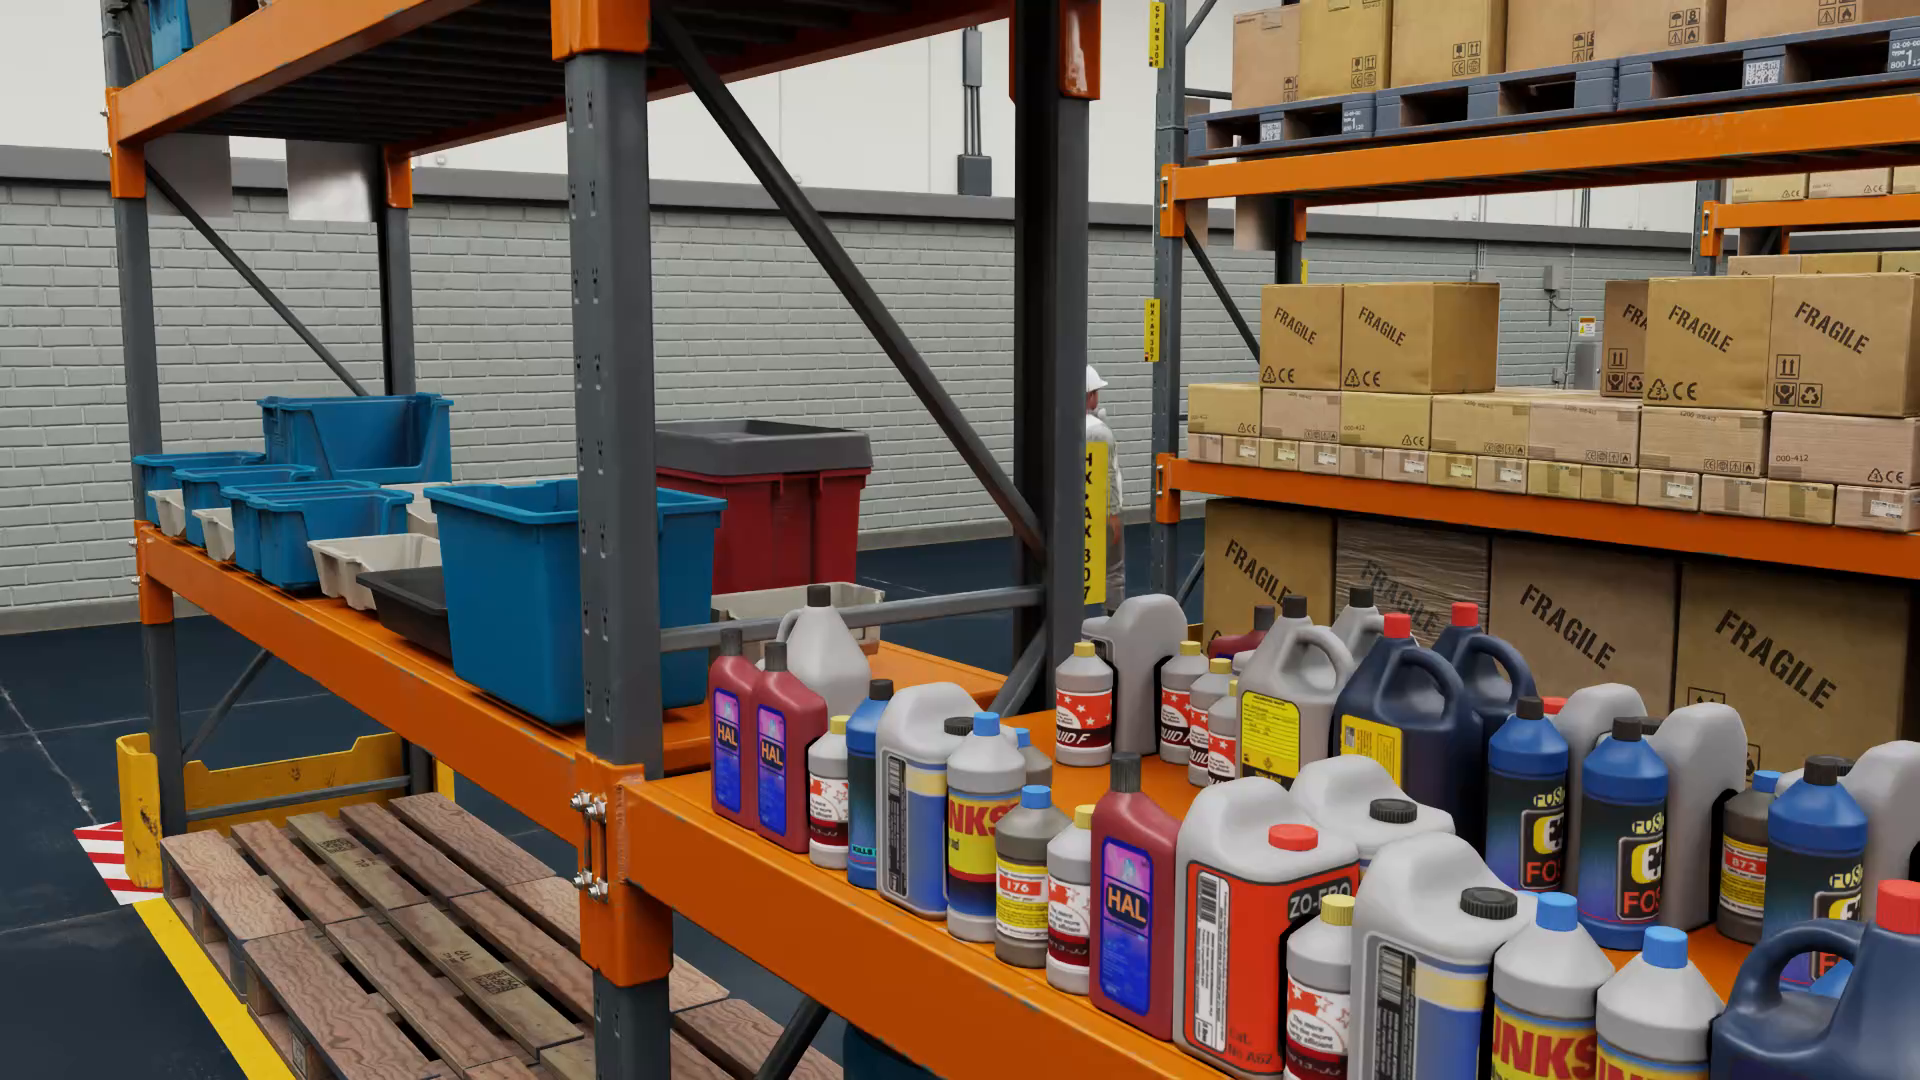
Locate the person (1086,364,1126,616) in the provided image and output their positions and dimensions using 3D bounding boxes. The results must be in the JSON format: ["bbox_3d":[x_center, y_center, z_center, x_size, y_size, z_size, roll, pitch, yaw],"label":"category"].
[{"bbox_3d":[0.789,-0.183,10.035,0.758,1.755,0.546,-7,10,-40],"label":"person"}]
